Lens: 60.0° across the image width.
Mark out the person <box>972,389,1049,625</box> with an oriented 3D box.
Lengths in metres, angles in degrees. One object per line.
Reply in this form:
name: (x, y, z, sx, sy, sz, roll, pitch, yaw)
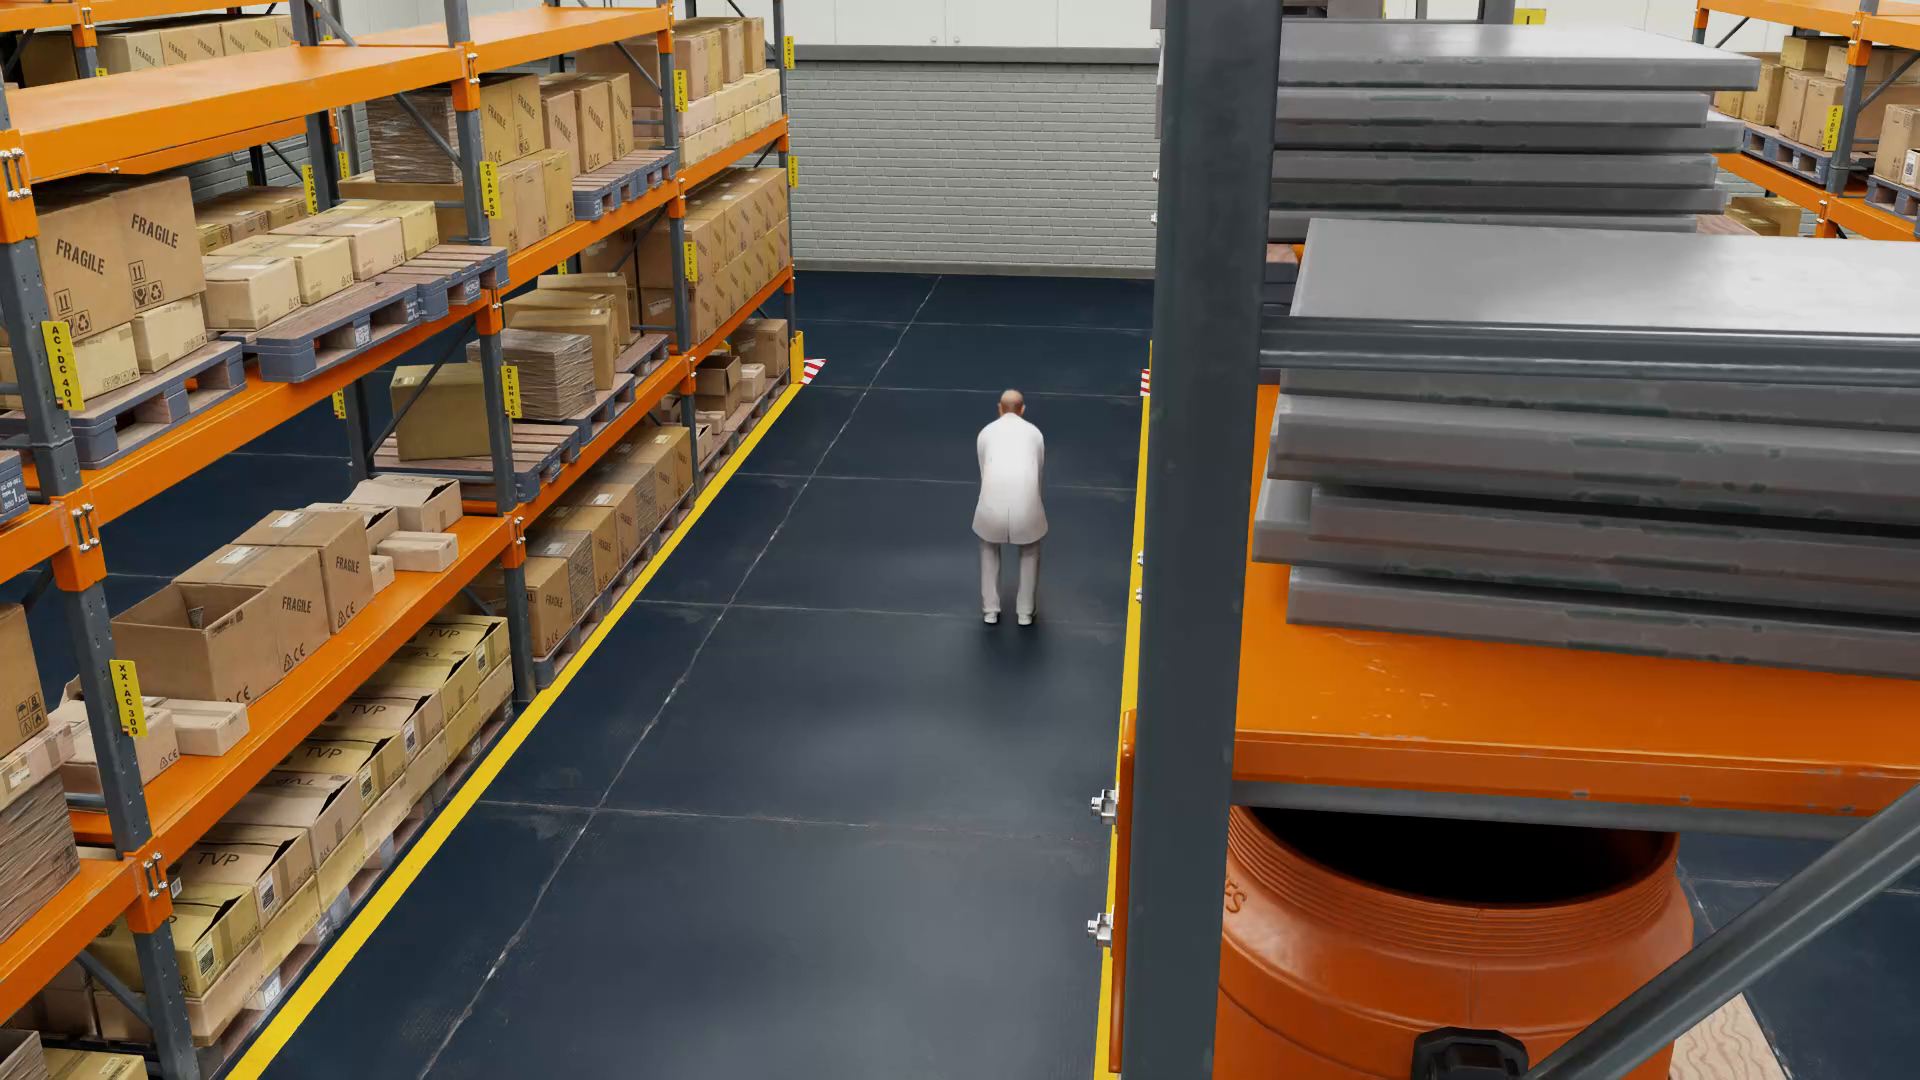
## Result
person: (0.372, -0.235, 11.973, 0.550, 1.602, 0.716, 2, 21, 5)
